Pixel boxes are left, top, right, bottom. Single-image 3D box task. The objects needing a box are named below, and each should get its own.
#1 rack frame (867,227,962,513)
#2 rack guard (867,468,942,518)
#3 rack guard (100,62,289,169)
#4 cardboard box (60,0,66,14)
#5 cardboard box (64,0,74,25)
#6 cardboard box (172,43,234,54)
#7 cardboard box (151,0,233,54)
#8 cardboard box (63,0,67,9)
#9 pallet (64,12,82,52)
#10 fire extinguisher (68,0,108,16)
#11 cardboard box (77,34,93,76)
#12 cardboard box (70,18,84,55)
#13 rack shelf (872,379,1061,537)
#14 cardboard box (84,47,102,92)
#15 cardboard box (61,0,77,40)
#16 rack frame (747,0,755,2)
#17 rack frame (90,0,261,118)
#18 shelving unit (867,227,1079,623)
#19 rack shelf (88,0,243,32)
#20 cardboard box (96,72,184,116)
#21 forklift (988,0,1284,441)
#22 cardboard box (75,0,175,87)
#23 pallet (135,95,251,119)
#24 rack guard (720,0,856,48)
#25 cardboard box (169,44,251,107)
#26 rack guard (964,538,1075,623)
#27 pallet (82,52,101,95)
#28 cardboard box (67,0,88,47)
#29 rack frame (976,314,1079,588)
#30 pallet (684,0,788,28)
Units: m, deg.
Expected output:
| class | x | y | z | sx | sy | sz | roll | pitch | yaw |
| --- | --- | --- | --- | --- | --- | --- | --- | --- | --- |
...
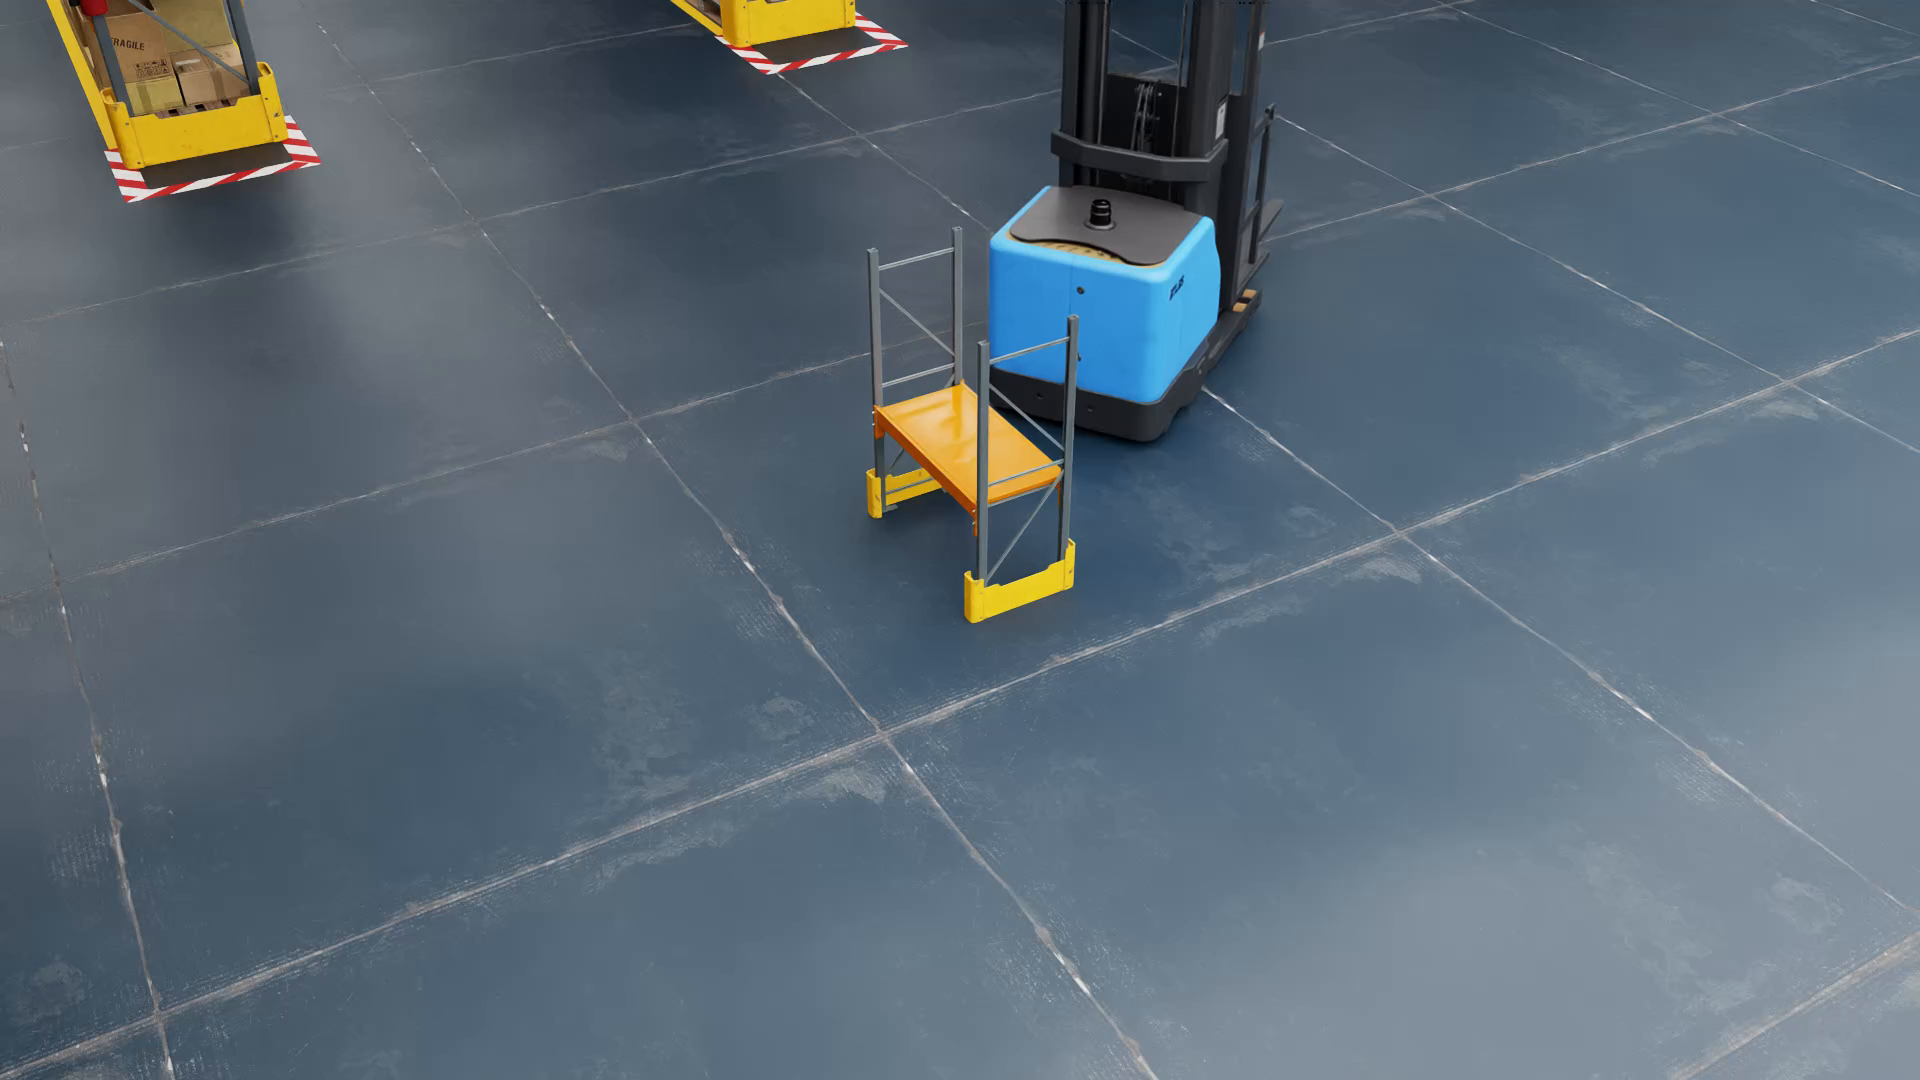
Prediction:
| class | x | y | z | sx | sy | sz | roll | pitch | yaw |
| --- | --- | --- | --- | --- | --- | --- | --- | --- | --- |
| rack frame | -0.213 | -0.821 | 8.330 | 0.500 | 1.500 | 0.032 | -19 | 40 | -24 |
| rack guard | -0.212 | -0.316 | 8.698 | 0.587 | 0.250 | 0.087 | -19 | 40 | -24 |
| rack guard | -5.686 | -3.168 | 12.391 | 1.175 | 0.500 | 0.348 | -19 | 40 | -24 |
| cardboard box | -7.490 | -4.706 | 14.352 | 0.500 | 0.250 | 0.500 | -19 | 40 | -24 |
| cardboard box | -6.990 | -4.498 | 13.432 | 0.500 | 0.500 | 0.500 | -19 | 40 | -24 |
| cardboard box | -6.030 | -3.842 | 13.170 | 0.500 | 0.250 | 0.500 | -19 | 40 | -24 |
| cardboard box | -6.028 | -4.145 | 12.949 | 0.500 | 0.500 | 0.500 | -19 | 40 | -24 |
| cardboard box | -7.243 | -4.752 | 13.780 | 0.500 | 0.500 | 0.500 | -19 | 40 | -24 |
| pallet | -7.345 | -4.685 | 14.713 | 1.003 | 0.211 | 1.213 | -19 | 40 | -24 |
| fire extinguisher | -6.041 | -3.960 | 11.422 | 0.296 | 0.674 | 0.183 | -19 | 40 | -24 |
| cardboard box | -6.737 | -3.941 | 13.305 | 0.500 | 0.250 | 0.500 | -19 | 40 | -24 |
| cardboard box | -6.987 | -4.196 | 13.655 | 0.500 | 0.250 | 0.500 | -19 | 40 | -24 |
| rack shelf | 0.043 | -0.417 | 8.082 | 0.538 | 0.185 | 1.000 | -19 | 40 | -24 |
| cardboard box | -6.485 | -3.686 | 12.956 | 0.500 | 0.250 | 0.500 | -19 | 40 | -24 |
| cardboard box | -7.243 | -4.449 | 14.001 | 0.500 | 0.250 | 0.500 | -19 | 40 | -24 |
| rack frame | -1.414 | -5.655 | 13.677 | 1.000 | 3.000 | 0.127 | -19 | 40 | -24 |
| rack frame | -5.698 | -4.190 | 11.670 | 1.000 | 3.000 | 0.127 | -19 | 40 | -24 |
| shelving unit | 0.038 | -0.567 | 7.982 | 0.587 | 1.500 | 1.083 | -19 | 40 | -24 |
| rack shelf | -6.703 | -4.919 | 13.279 | 1.077 | 0.370 | 4.000 | -19 | 40 | -24 |
| cardboard box | -6.223 | -3.435 | 12.612 | 0.500 | 0.250 | 0.500 | -19 | 40 | -24 |
| forklift | 1.234 | -2.582 | 9.527 | 1.130 | 2.935 | 3.031 | 16 | 39 | 20 |
| cardboard box | -6.225 | -3.737 | 12.390 | 0.500 | 0.500 | 0.500 | -19 | 40 | -24 |
| pallet | -6.119 | -3.441 | 13.010 | 1.003 | 0.211 | 1.213 | -19 | 40 | -24 |
| rack guard | -1.492 | -4.671 | 14.449 | 1.175 | 0.500 | 0.348 | -19 | 40 | -24 |
| cardboard box | -5.775 | -3.588 | 12.822 | 0.500 | 0.250 | 0.500 | -19 | 40 | -24 |
| rack guard | 0.289 | 0.192 | 8.003 | 0.587 | 0.250 | 0.087 | -19 | 40 | -24 |
| pallet | -6.728 | -4.063 | 13.861 | 1.003 | 0.211 | 1.213 | -19 | 40 | -24 |
| cardboard box | -6.740 | -4.243 | 13.082 | 0.500 | 0.500 | 0.500 | -19 | 40 | -24 |
| rack frame | 0.298 | -0.303 | 7.621 | 0.500 | 1.500 | 0.032 | -19 | 40 | -24 |
| pallet | -1.896 | -4.970 | 15.103 | 1.003 | 0.211 | 1.213 | -19 | 40 | -24 |
